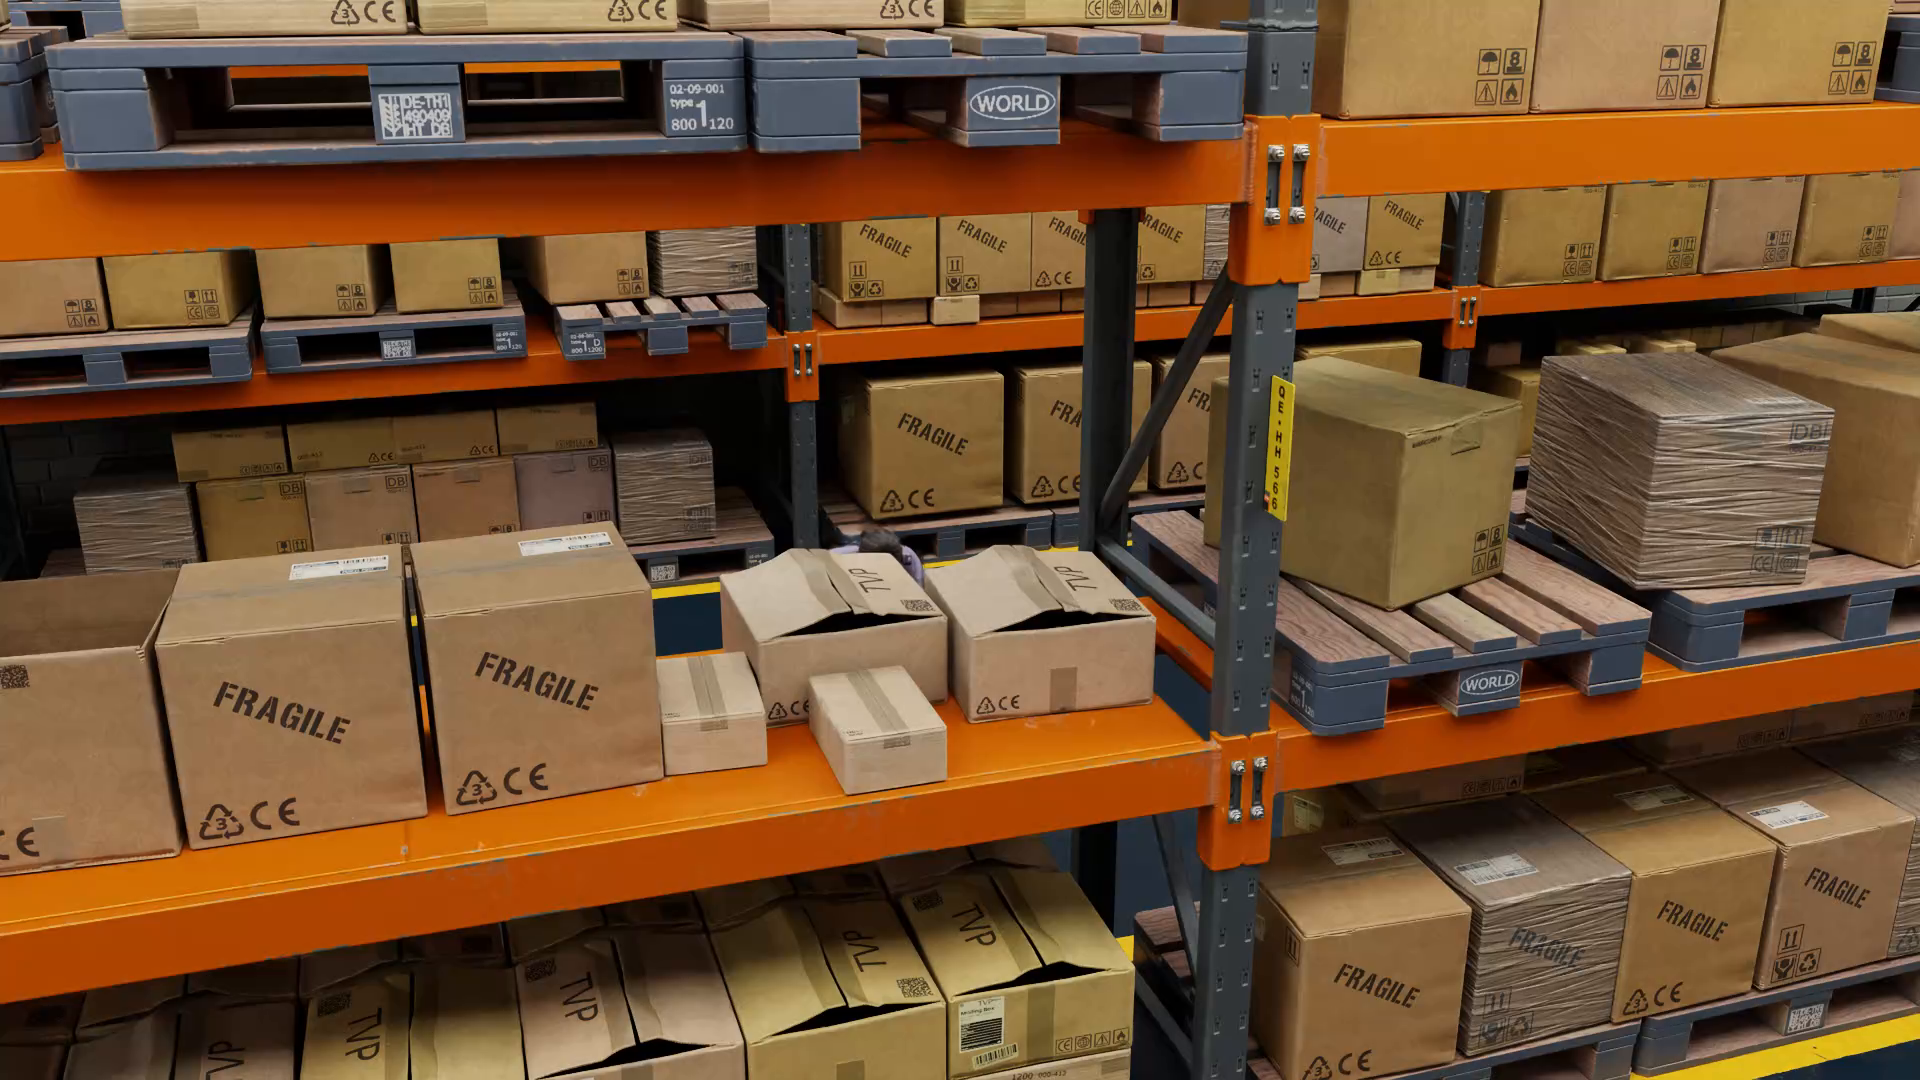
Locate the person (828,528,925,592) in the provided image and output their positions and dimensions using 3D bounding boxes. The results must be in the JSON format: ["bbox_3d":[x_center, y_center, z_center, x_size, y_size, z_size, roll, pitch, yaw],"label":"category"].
[{"bbox_3d":[-0.388,0.445,6.459,0.537,1.202,0.736,-6,20,-18],"label":"person"}]
